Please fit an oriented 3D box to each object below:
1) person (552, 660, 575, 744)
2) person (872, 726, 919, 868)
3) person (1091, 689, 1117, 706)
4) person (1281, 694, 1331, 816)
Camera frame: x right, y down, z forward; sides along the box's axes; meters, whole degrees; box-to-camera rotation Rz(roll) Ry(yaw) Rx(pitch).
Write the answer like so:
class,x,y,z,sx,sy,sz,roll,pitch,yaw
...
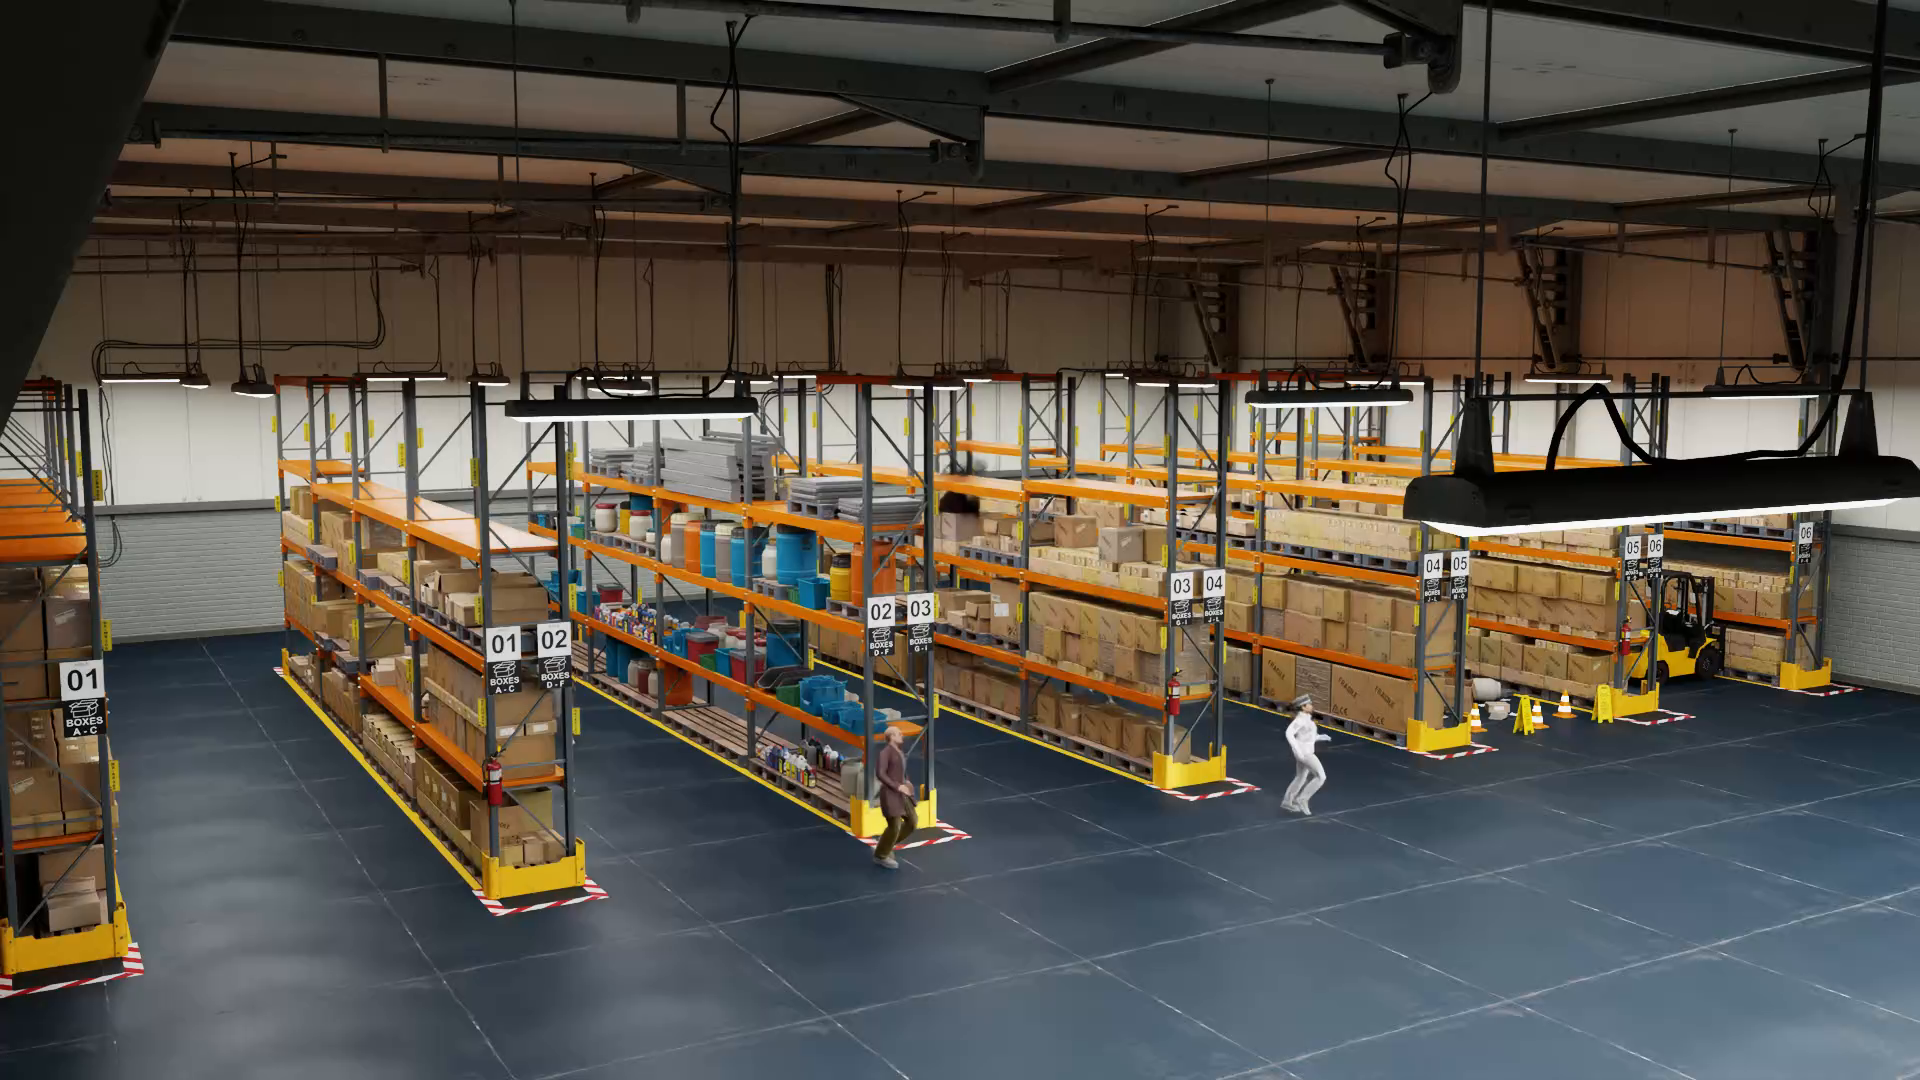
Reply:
class,x,y,z,sx,sy,sz,roll,pitch,yaw
person,-6.609,2.510,27.522,0.572,1.658,0.822,-5,8,-40
person,-0.781,3.199,20.830,0.562,1.733,0.790,3,7,23
person,2.603,2.209,30.479,0.565,1.577,0.823,-5,8,-37
person,4.807,2.970,23.068,0.658,1.688,0.585,1,6,11
